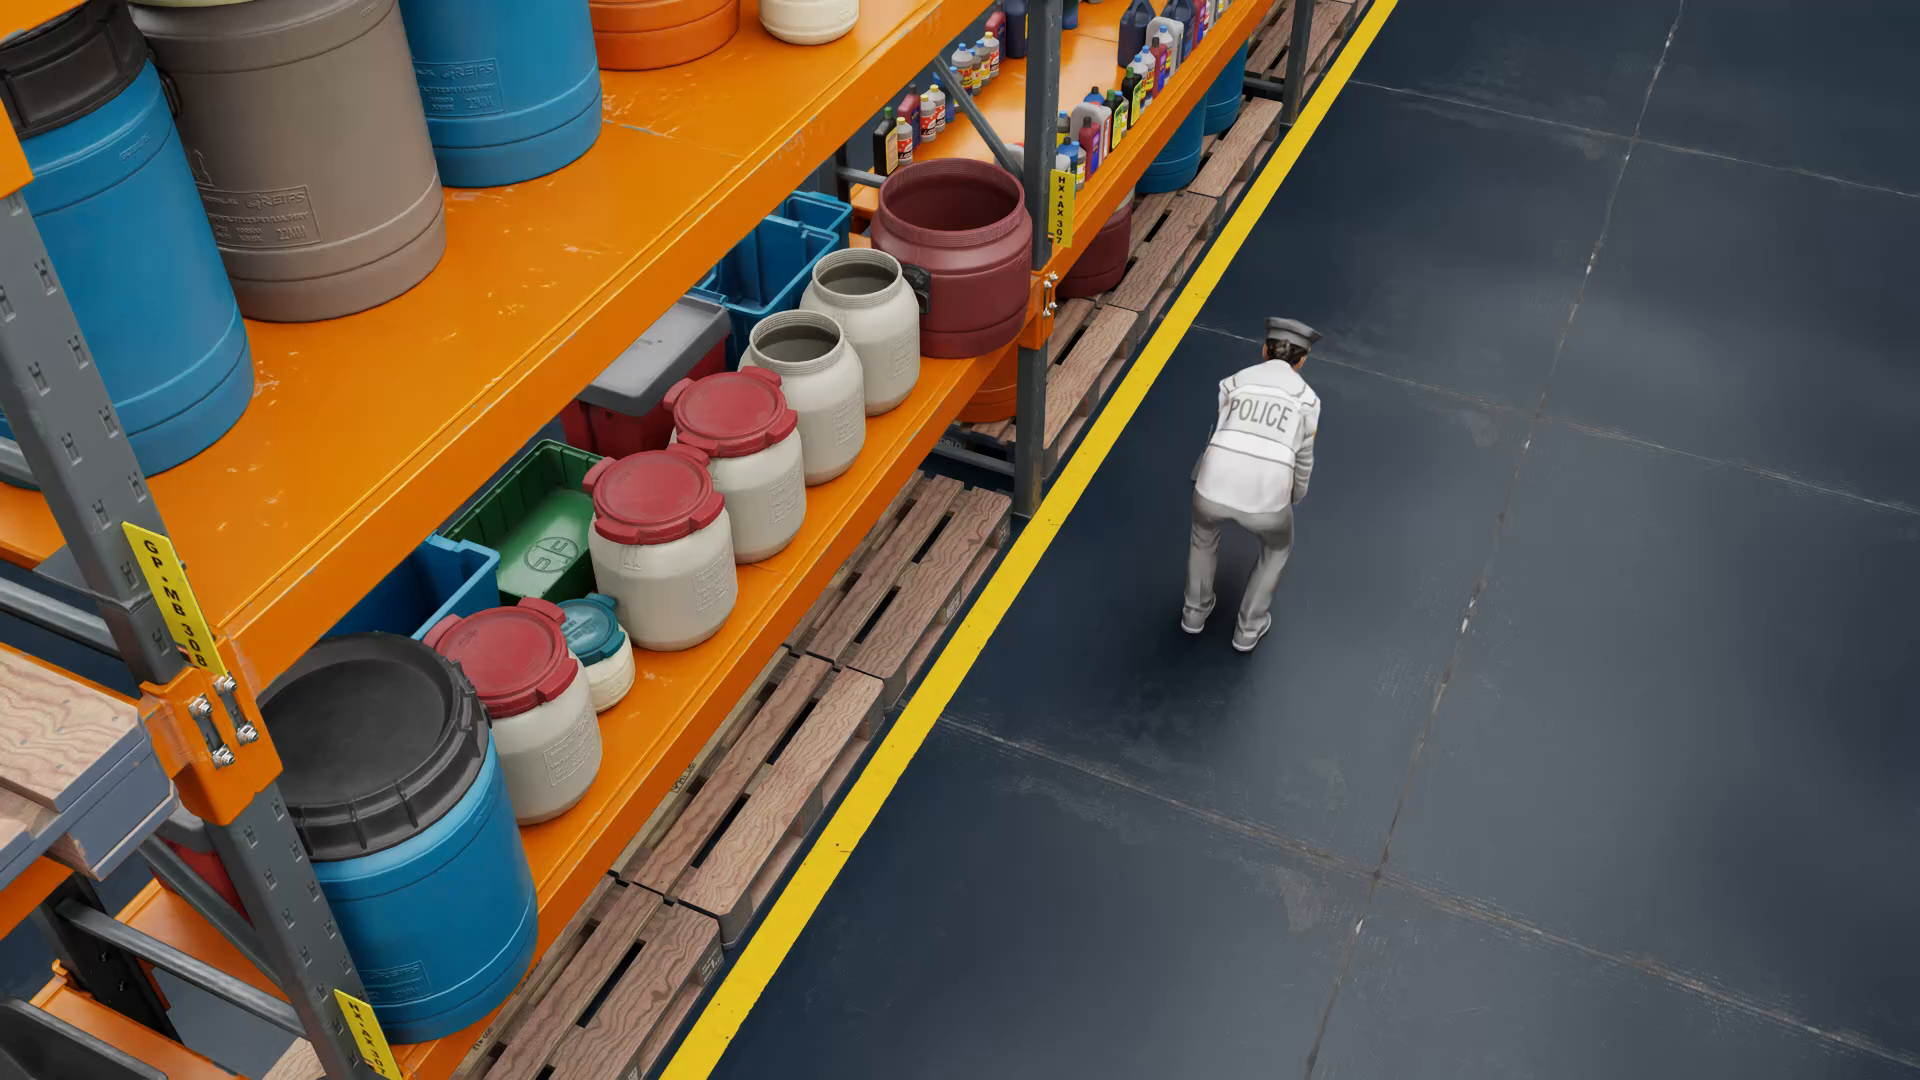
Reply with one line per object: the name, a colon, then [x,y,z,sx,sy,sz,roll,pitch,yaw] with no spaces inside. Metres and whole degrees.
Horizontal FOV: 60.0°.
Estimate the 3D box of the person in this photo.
person: [1.196,-0.233,6.735,0.423,1.240,0.889,16,45,17]
